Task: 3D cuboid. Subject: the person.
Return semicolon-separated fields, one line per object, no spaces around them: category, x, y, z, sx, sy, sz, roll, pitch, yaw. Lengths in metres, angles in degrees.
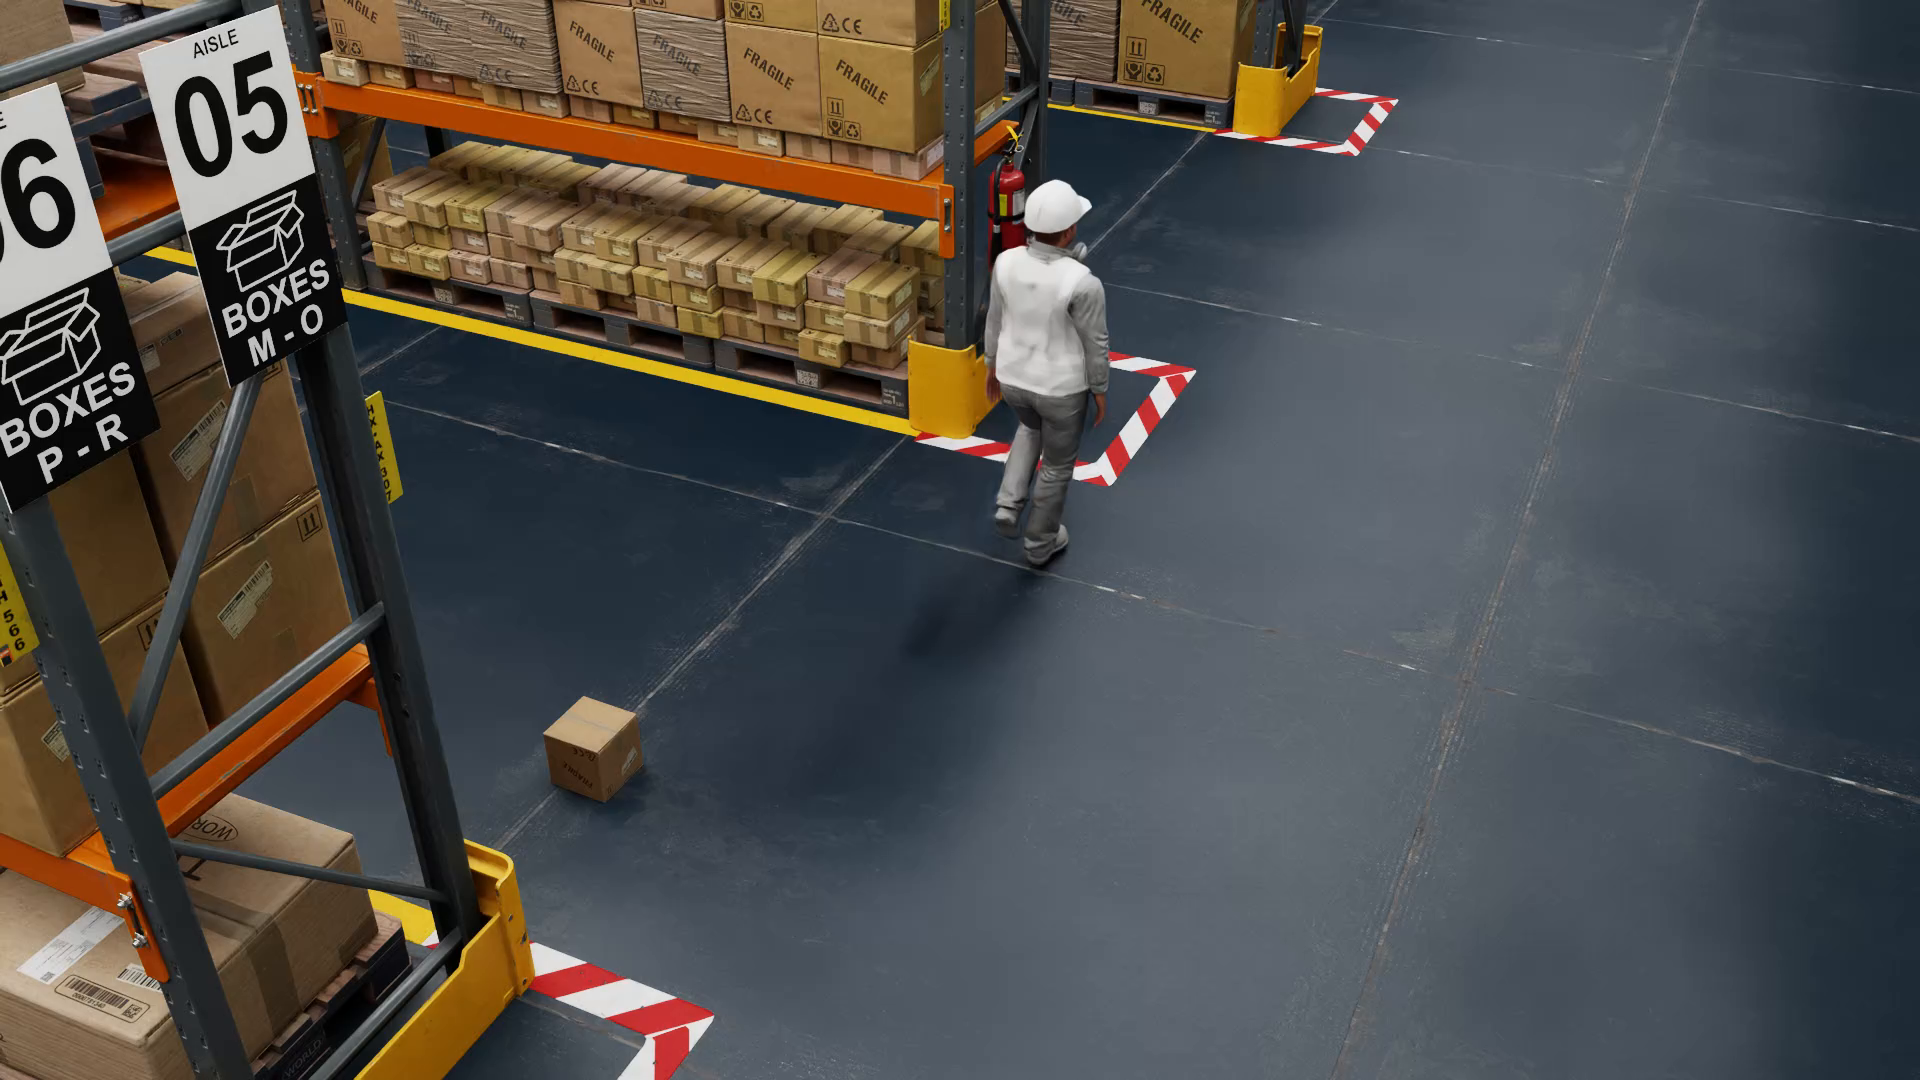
person;0.399;-0.708;7.134;0.573;1.768;0.462;21;39;29
